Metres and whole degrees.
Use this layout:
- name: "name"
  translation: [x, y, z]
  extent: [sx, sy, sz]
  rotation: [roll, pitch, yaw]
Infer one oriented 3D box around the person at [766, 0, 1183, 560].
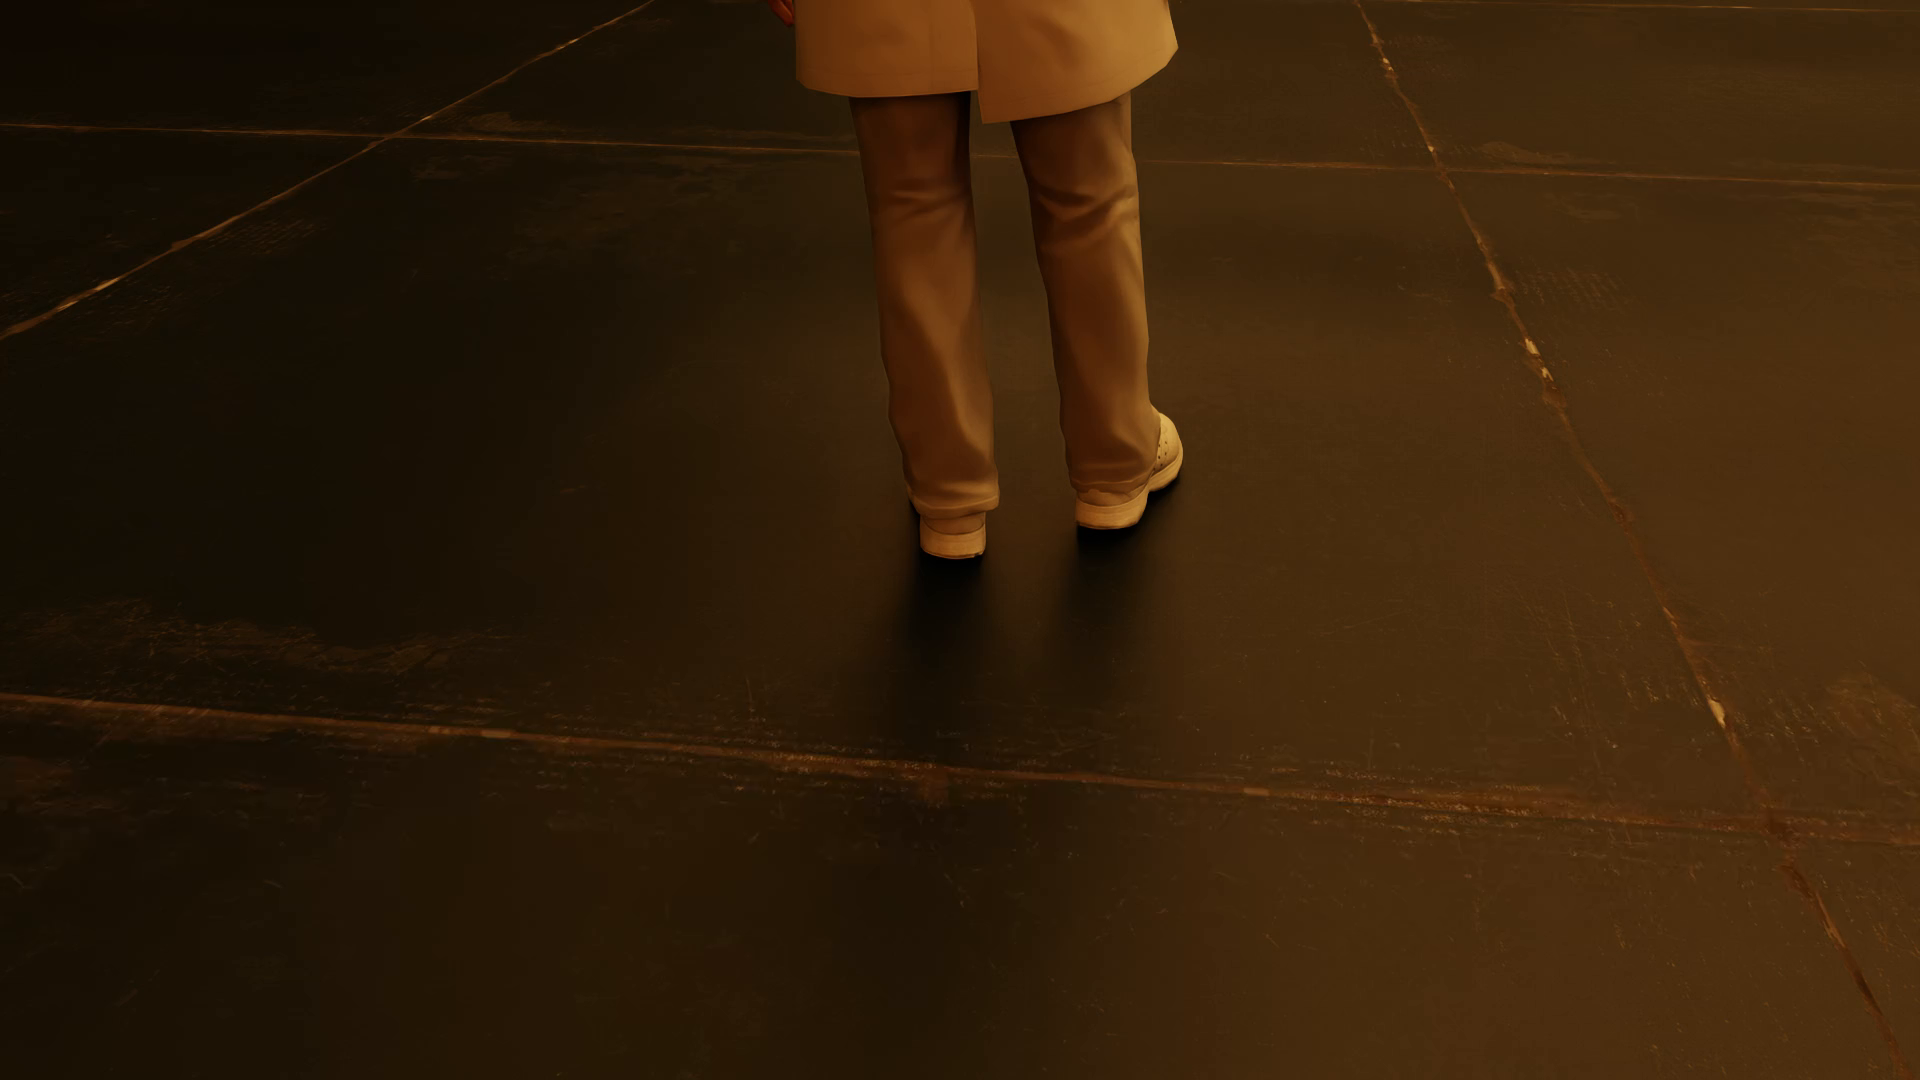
- name: "person"
  translation: [0.016, -0.842, 2.181]
  extent: [0.698, 1.777, 0.578]
  rotation: [3, 27, 7]
